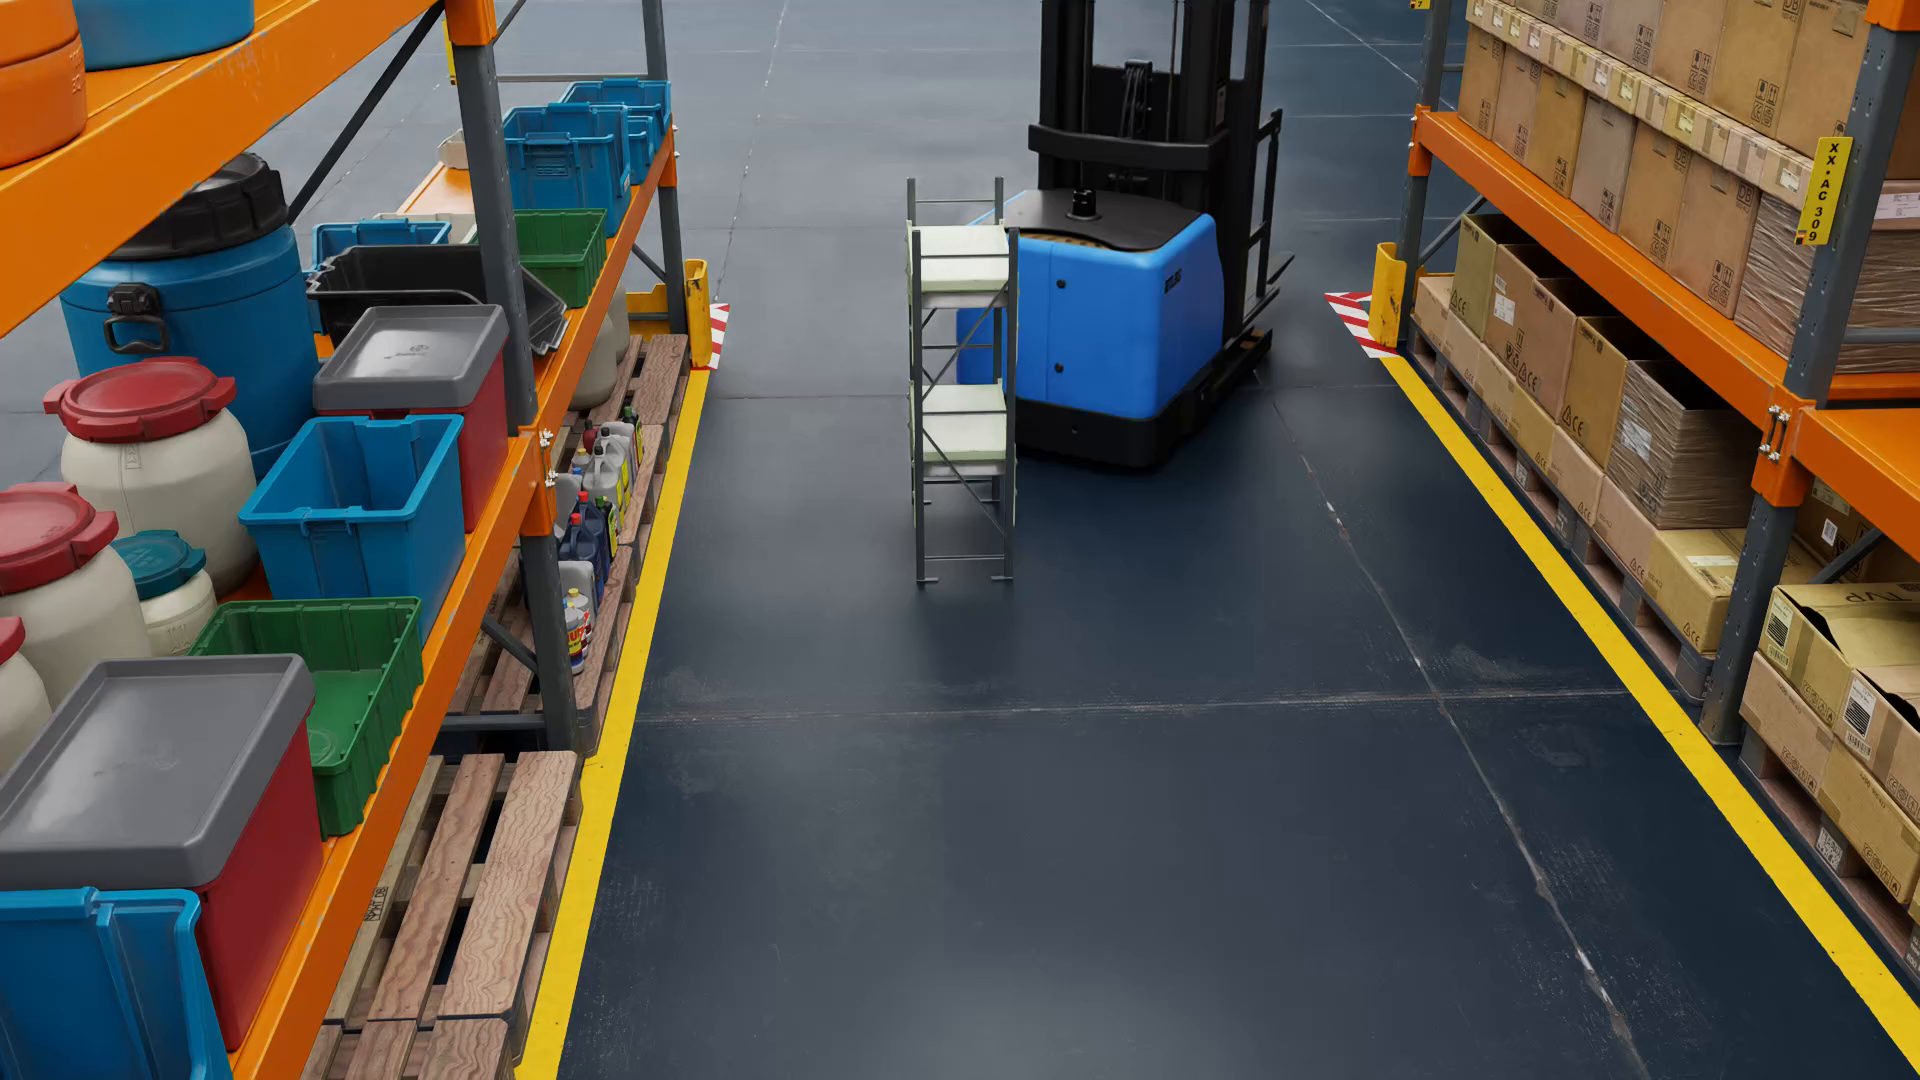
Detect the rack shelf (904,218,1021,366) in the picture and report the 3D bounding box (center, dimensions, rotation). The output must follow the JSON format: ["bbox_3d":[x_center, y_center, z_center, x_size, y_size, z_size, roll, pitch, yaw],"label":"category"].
[{"bbox_3d":[0.000,-1.014,6.729,0.431,0.370,0.720,-1,28,-3],"label":"rack shelf"}]

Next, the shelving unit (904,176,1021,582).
[{"bbox_3d":[0.000,-0.668,6.909,0.431,1.500,0.755,-1,28,-3],"label":"shelving unit"}]

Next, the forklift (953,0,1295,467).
[{"bbox_3d":[1.068,-2.292,8.475,1.130,2.935,3.031,13,30,23],"label":"forklift"}]

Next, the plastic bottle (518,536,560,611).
[{"bbox_3d":[-1.575,0.078,6.245,0.144,0.351,0.185,-1,28,-3],"label":"plastic bottle"}]

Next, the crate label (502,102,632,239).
[{"bbox_3d":[-1.646,-1.542,6.924,0.502,0.435,0.616,-1,28,-3],"label":"crate label"}]

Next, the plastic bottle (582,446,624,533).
[{"bbox_3d":[-1.463,-0.209,6.796,0.144,0.351,0.185,-2,28,-3],"label":"plastic bottle"}]

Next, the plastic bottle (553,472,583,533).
[{"bbox_3d":[-1.610,-0.161,6.784,0.152,0.276,0.135,-1,28,-3],"label":"plastic bottle"}]

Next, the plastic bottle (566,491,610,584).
[{"bbox_3d":[-1.441,-0.013,6.419,0.144,0.351,0.185,-3,28,-5],"label":"plastic bottle"}]

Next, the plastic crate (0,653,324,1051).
[{"bbox_3d":[-1.373,0.543,2.896,0.402,0.464,0.583,-1,28,-3],"label":"plastic crate"}]

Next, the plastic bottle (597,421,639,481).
[{"bbox_3d":[-1.493,-0.402,7.247,0.152,0.276,0.135,-1,28,-2],"label":"plastic bottle"}]

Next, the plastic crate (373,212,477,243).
[{"bbox_3d":[-2.141,-1.149,6.494,0.530,0.136,0.437,-1,28,-3],"label":"plastic crate"}]

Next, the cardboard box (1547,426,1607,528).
[{"bbox_3d":[2.844,-0.278,7.058,0.500,0.250,0.500,-1,28,-3],"label":"cardboard box"}]

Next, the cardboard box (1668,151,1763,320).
[{"bbox_3d":[3.080,-1.132,6.069,0.700,0.500,0.500,-2,28,-3],"label":"cardboard box"}]

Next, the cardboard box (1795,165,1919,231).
[{"bbox_3d":[2.915,-1.092,5.291,0.380,0.149,0.250,-1,28,-3],"label":"cardboard box"}]

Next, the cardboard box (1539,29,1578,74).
[{"bbox_3d":[2.796,-2.156,7.330,0.380,0.149,0.250,-2,28,-4],"label":"cardboard box"}]

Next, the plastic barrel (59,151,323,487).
[{"bbox_3d":[-2.086,-0.559,4.535,0.600,0.901,0.708,-1,28,-3],"label":"plastic barrel"}]

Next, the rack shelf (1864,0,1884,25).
[{"bbox_3d":[3.039,-2.575,6.477,1.077,0.370,4.000,-1,28,-3],"label":"rack shelf"}]

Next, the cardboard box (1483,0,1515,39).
[{"bbox_3d":[2.757,-2.511,8.011,0.380,0.149,0.250,-2,28,-4],"label":"cardboard box"}]

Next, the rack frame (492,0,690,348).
[{"bbox_3d":[-2.012,-2.369,8.549,1.000,3.000,0.127,-1,28,-3],"label":"rack frame"}]

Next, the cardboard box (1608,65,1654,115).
[{"bbox_3d":[2.834,-1.801,6.650,0.380,0.149,0.250,-1,28,-1],"label":"cardboard box"}]

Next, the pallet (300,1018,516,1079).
[{"bbox_3d":[-1.657,1.641,3.876,1.003,0.211,1.213,-1,28,-3],"label":"pallet"}]

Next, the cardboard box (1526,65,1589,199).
[{"bbox_3d":[2.999,-1.844,7.433,0.700,0.500,0.500,-1,28,-2],"label":"cardboard box"}]

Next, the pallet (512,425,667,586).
[{"bbox_3d":[-1.863,-0.162,7.332,1.003,0.211,1.213,-1,28,-3],"label":"pallet"}]

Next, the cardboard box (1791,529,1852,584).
[{"bbox_3d":[3.422,0.172,6.197,0.500,0.250,0.500,-1,28,-3],"label":"cardboard box"}]

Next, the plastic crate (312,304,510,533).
[{"bbox_3d":[-1.472,-0.334,4.578,0.402,0.464,0.583,-1,28,-3],"label":"plastic crate"}]

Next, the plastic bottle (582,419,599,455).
[{"bbox_3d":[-1.599,-0.403,7.240,0.061,0.283,0.133,-1,28,-3],"label":"plastic bottle"}]

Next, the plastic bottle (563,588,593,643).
[{"bbox_3d":[-1.393,0.272,6.035,0.097,0.201,0.097,0,28,0],"label":"plastic bottle"}]

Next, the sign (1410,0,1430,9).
[{"bbox_3d":[2.380,-2.895,8.536,0.100,0.325,0.005,-1,28,-3],"label":"sign"}]

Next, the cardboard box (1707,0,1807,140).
[{"bbox_3d":[3.086,-1.698,5.750,0.700,0.500,0.500,-1,28,-3],"label":"cardboard box"}]

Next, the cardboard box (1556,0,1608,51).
[{"bbox_3d":[3.009,-2.391,7.079,0.700,0.500,0.500,-1,28,-2],"label":"cardboard box"}]

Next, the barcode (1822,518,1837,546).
[{"bbox_3d":[2.741,-0.024,5.242,0.001,0.075,0.075,-1,28,-3],"label":"barcode"}]

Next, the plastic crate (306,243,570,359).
[{"bbox_3d":[-1.704,-0.739,5.491,0.767,0.338,0.504,-1,28,-3],"label":"plastic crate"}]

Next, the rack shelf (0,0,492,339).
[{"bbox_3d":[-1.699,-0.609,2.709,1.077,0.370,4.000,-1,28,-3],"label":"rack shelf"}]

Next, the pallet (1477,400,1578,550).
[{"bbox_3d":[3.077,-0.337,7.667,1.003,0.211,1.213,-1,28,-3],"label":"pallet"}]

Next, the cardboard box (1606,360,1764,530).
[{"bbox_3d":[2.887,-0.380,6.442,0.500,0.500,0.500,-1,28,-3],"label":"cardboard box"}]

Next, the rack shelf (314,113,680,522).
[{"bbox_3d":[-1.908,-1.127,6.944,1.077,0.370,4.000,-1,28,-3],"label":"rack shelf"}]

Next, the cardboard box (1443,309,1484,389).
[{"bbox_3d":[2.770,-0.970,8.386,0.500,0.250,0.500,-1,28,-3],"label":"cardboard box"}]

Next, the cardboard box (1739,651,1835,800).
[{"bbox_3d":[2.917,0.585,5.403,0.500,0.250,0.500,-2,28,-4],"label":"cardboard box"}]

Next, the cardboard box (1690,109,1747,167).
[{"bbox_3d":[2.874,-1.449,5.974,0.380,0.149,0.250,-1,28,-3],"label":"cardboard box"}]

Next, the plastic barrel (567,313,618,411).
[{"bbox_3d":[-1.875,-0.919,8.004,0.421,0.512,0.421,0,28,0],"label":"plastic barrel"}]

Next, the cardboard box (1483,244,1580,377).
[{"bbox_3d":[2.808,-1.072,7.770,0.500,0.500,0.500,-1,28,-3],"label":"cardboard box"}]

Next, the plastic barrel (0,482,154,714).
[{"bbox_3d":[-1.934,0.204,3.469,0.433,0.535,0.433,0,28,0],"label":"plastic barrel"}]
